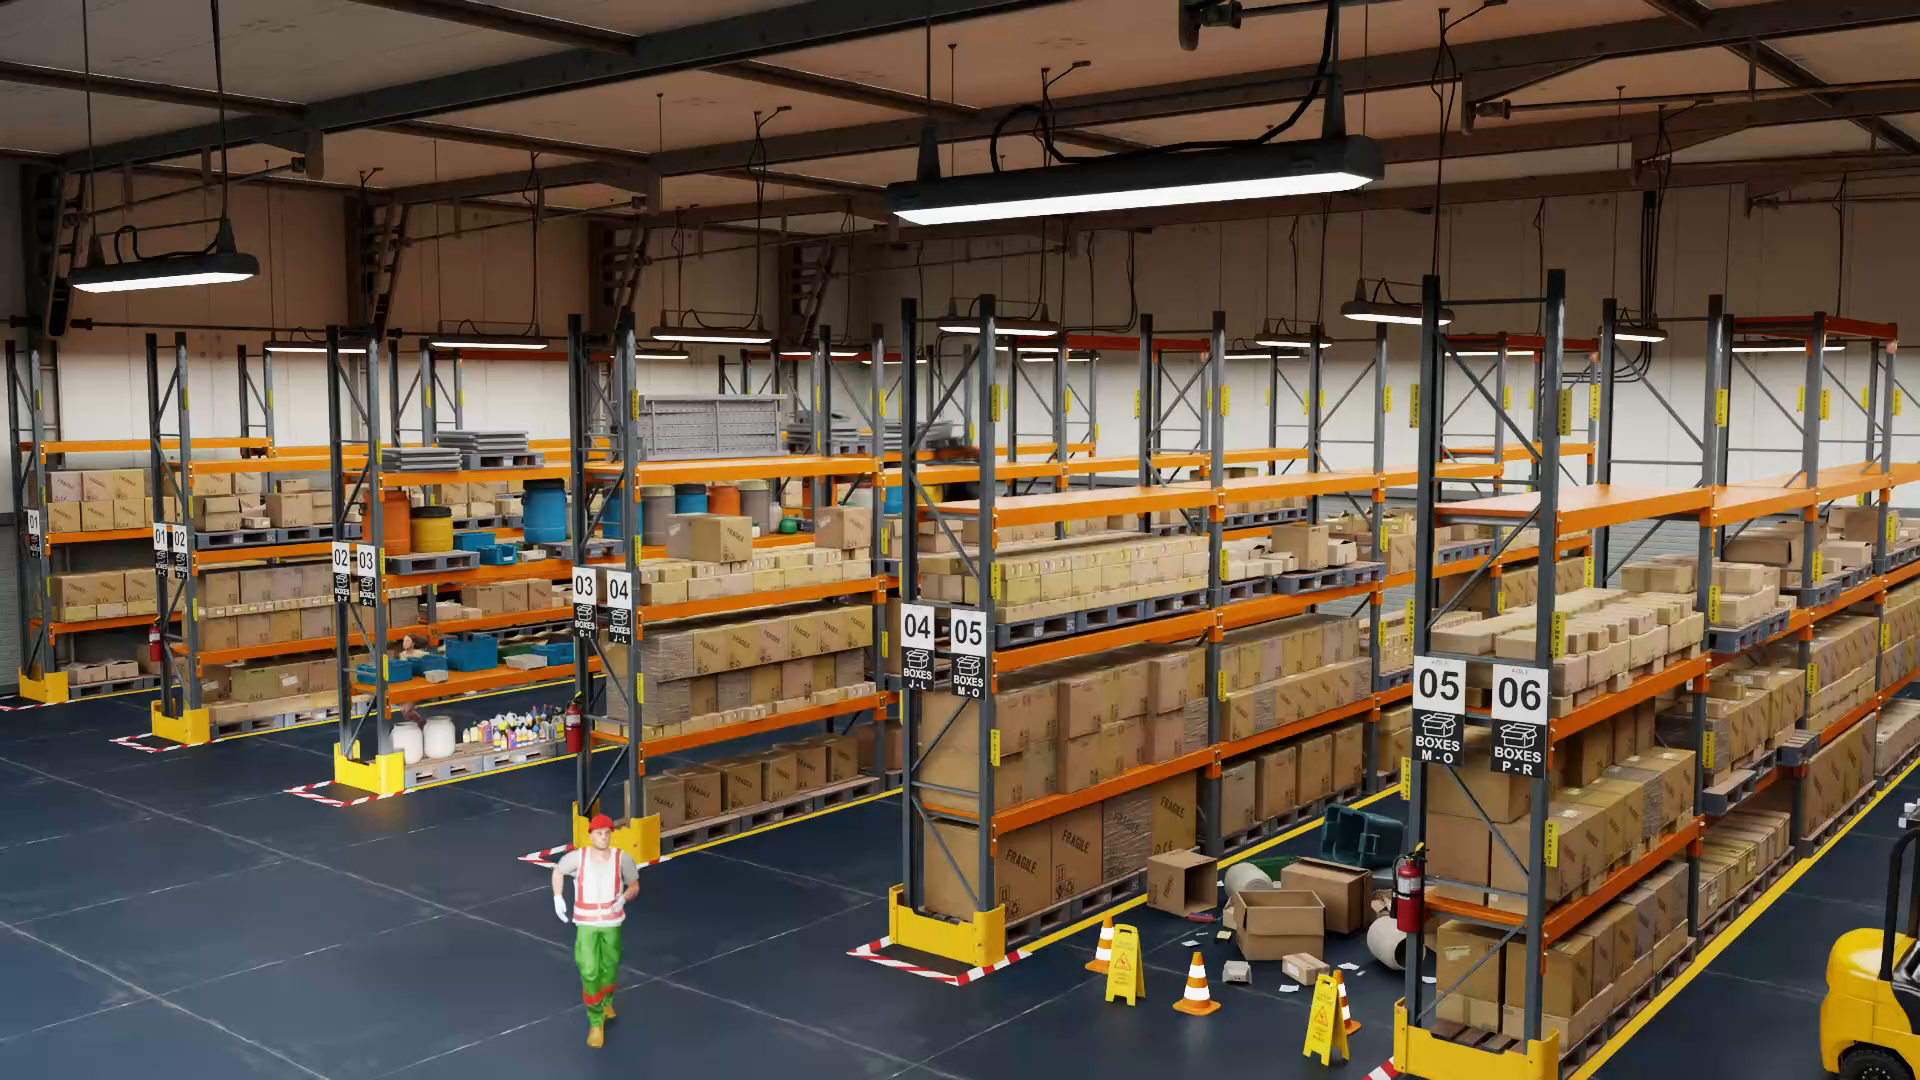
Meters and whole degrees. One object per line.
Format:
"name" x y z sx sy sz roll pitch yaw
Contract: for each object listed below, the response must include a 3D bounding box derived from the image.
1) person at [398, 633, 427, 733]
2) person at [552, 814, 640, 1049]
"person" -7.998 2.168 24.205 0.576 1.635 0.553 2 6 25
"person" -2.900 3.097 13.318 0.669 1.803 0.752 -2 5 -18
